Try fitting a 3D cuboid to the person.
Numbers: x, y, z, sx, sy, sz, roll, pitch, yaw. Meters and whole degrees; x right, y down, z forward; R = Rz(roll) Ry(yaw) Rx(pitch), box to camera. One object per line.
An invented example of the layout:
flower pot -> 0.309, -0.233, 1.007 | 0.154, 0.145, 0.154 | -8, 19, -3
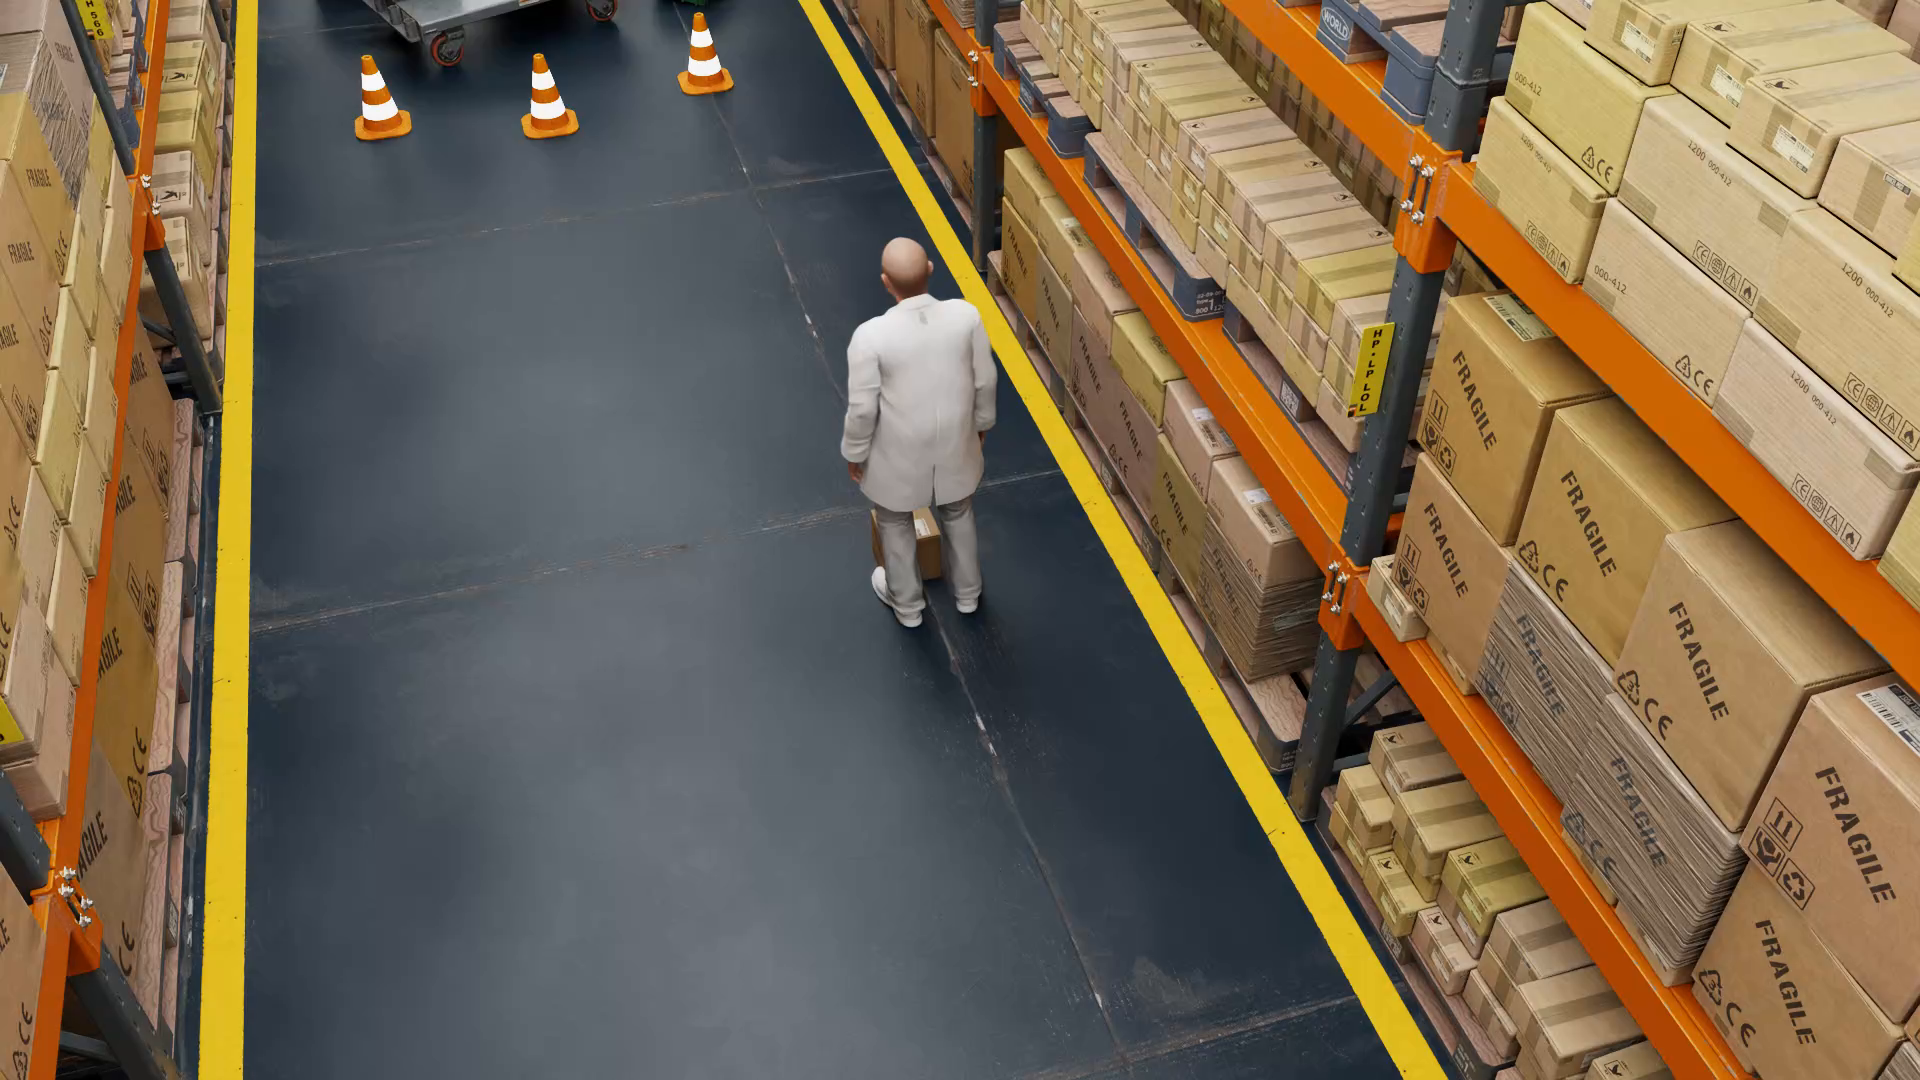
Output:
person -> -0.164, -0.401, 6.623 | 0.648, 1.772, 0.429 | -14, 44, -15
